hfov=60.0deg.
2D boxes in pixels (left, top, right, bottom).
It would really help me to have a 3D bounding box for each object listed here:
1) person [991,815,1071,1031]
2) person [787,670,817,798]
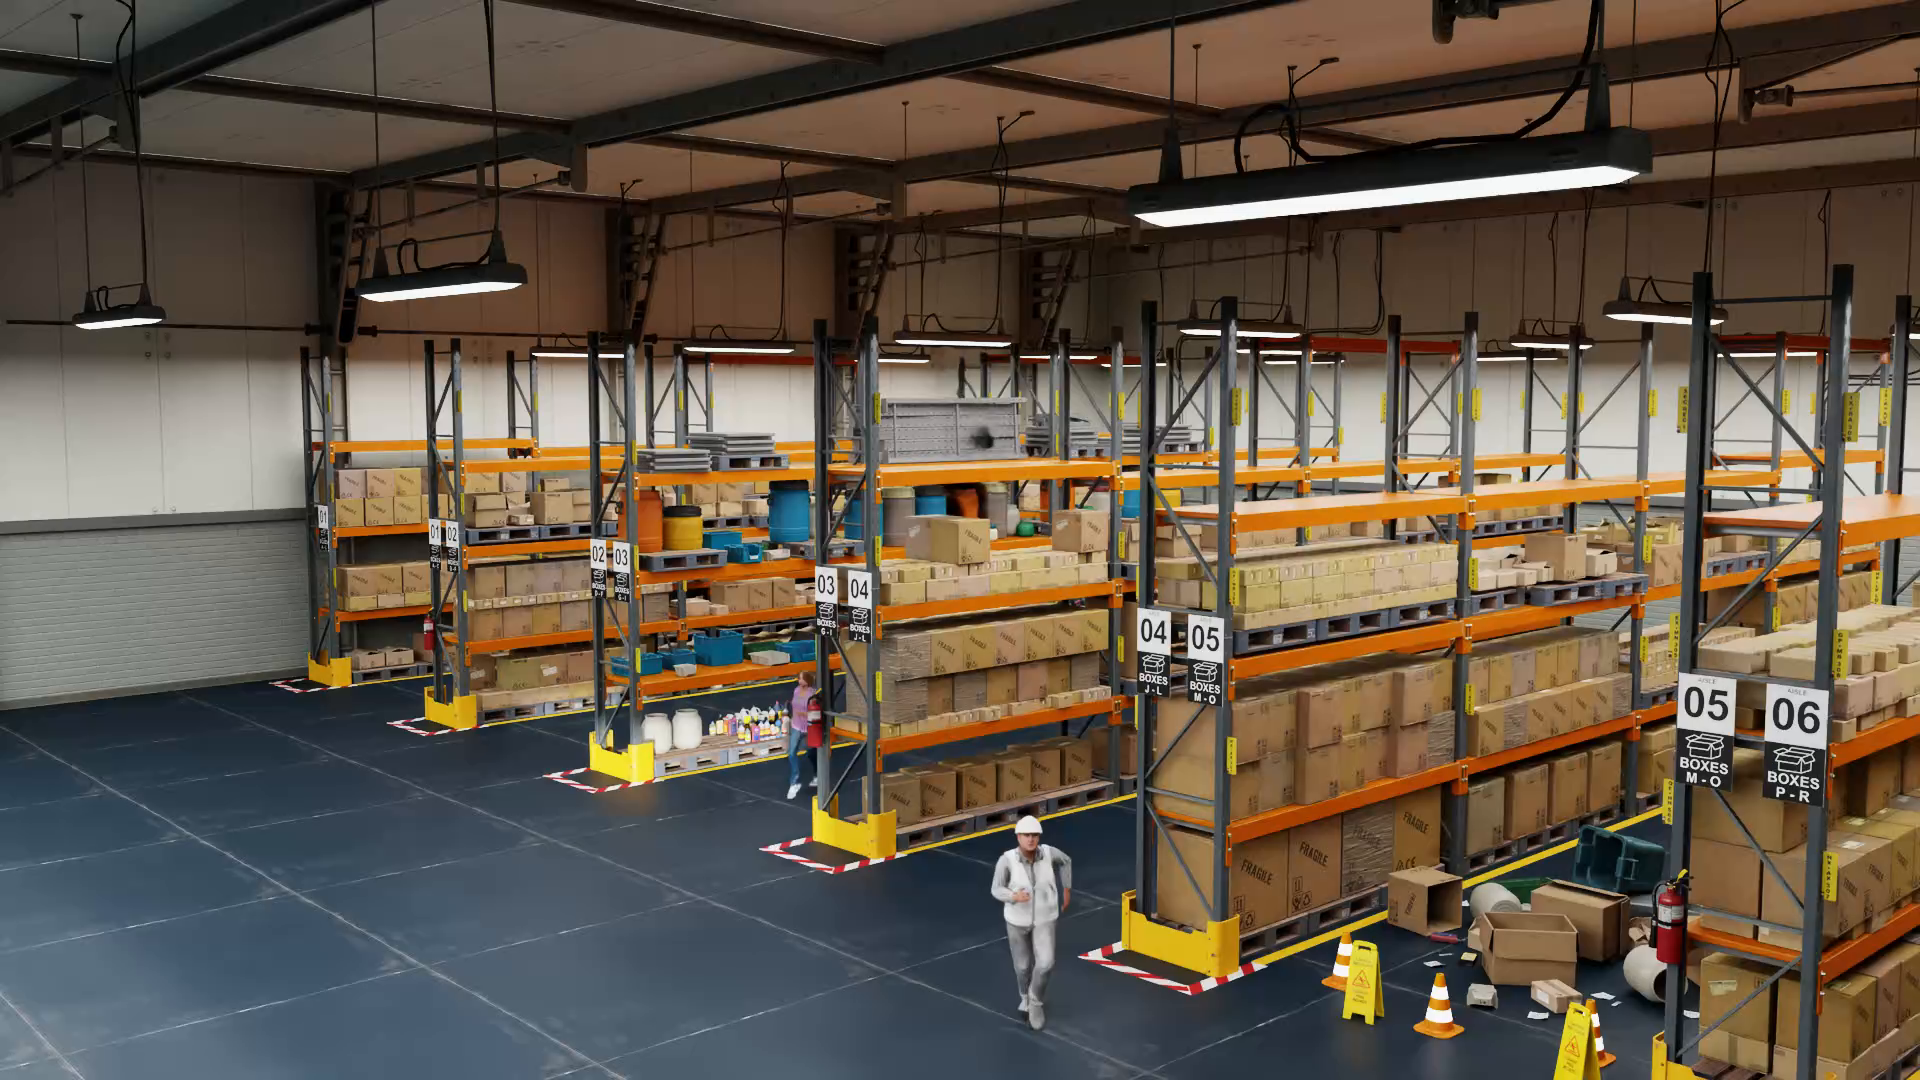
[{"bbox_3d":[0.588,3.093,13.537,0.682,1.761,0.806,0,5,-3],"label":"person"},{"bbox_3d":[-1.987,2.482,21.465,0.520,1.644,0.731,2,6,24],"label":"person"}]
